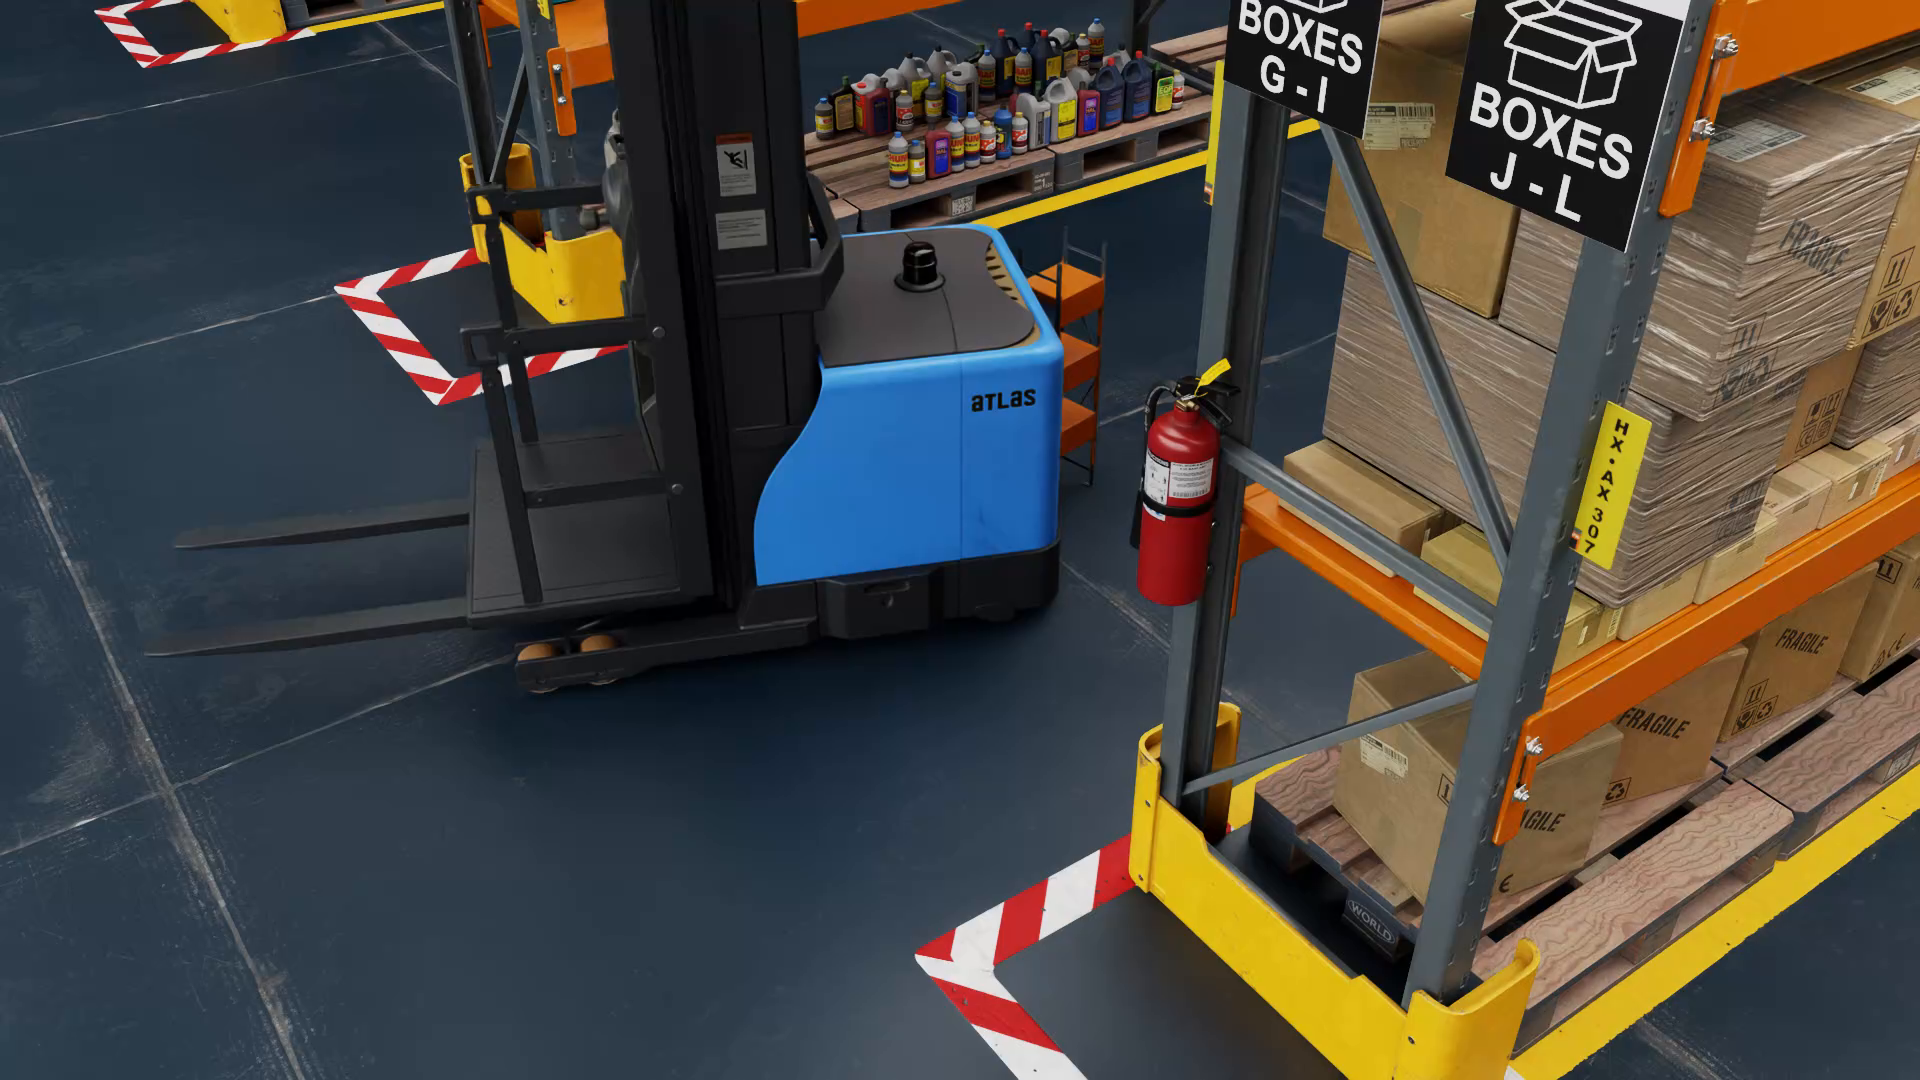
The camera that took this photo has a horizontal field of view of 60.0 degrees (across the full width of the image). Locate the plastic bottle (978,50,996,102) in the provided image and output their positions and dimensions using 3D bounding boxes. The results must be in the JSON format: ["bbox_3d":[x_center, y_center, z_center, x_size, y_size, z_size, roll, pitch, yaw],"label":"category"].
[{"bbox_3d":[0.150,-2.582,9.231,0.097,0.271,0.097,0,36,0],"label":"plastic bottle"}]

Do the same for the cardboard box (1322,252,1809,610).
[{"bbox_3d":[1.351,-0.339,3.812,0.500,0.500,0.875,-22,41,-28],"label":"cardboard box"}]

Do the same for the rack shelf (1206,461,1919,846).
[{"bbox_3d":[2.520,-0.387,4.835,4.000,0.370,1.077,-22,41,-28],"label":"rack shelf"}]

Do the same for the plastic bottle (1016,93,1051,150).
[{"bbox_3d":[0.385,-2.208,8.707,0.135,0.276,0.152,-22,41,-27],"label":"plastic bottle"}]

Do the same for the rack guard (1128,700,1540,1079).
[{"bbox_3d":[0.947,0.983,4.455,0.348,0.500,1.175,-22,41,-28],"label":"rack guard"}]

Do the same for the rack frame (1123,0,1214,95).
[{"bbox_3d":[1.301,-3.715,8.847,0.127,3.000,1.000,-22,41,-28],"label":"rack frame"}]

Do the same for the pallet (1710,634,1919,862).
[{"bbox_3d":[2.628,0.436,5.463,1.213,0.211,1.003,-22,41,-28],"label":"pallet"}]

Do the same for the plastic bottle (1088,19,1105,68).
[{"bbox_3d":[0.788,-2.888,9.657,0.097,0.271,0.097,0,36,0],"label":"plastic bottle"}]

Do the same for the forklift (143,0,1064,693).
[{"bbox_3d":[-1.223,-1.019,5.157,3.031,2.935,1.130,-7,36,-10],"label":"forklift"}]

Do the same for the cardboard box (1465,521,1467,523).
[{"bbox_3d":[1.204,-0.182,4.150,0.250,0.149,0.380,-22,41,-28],"label":"cardboard box"}]

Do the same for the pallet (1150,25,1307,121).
[{"bbox_3d":[1.921,-2.866,10.054,1.213,0.211,1.003,-22,41,-28],"label":"pallet"}]

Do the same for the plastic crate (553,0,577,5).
[{"bbox_3d":[-1.731,-2.621,7.452,0.616,0.251,0.499,-22,41,-28],"label":"plastic crate"}]

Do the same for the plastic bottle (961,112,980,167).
[{"bbox_3d":[0.055,-2.051,8.493,0.097,0.271,0.097,0,36,0],"label":"plastic bottle"}]

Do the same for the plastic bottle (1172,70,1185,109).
[{"bbox_3d":[1.184,-2.487,9.159,0.097,0.201,0.097,0,36,0],"label":"plastic bottle"}]

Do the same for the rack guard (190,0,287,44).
[{"bbox_3d":[-4.838,-3.712,10.984,0.348,0.500,1.175,-22,41,-28],"label":"rack guard"}]

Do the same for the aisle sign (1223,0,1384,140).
[{"bbox_3d":[0.662,-1.184,3.101,0.004,0.787,0.394,-22,41,-28],"label":"aisle sign"}]

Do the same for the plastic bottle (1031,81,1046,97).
[{"bbox_3d":[0.440,-2.304,8.834,0.133,0.283,0.061,-22,41,-28],"label":"plastic bottle"}]

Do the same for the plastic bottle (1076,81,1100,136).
[{"bbox_3d":[0.675,-2.298,8.826,0.133,0.283,0.061,-20,40,-25],"label":"plastic bottle"}]

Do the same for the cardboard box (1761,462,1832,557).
[{"bbox_3d":[1.876,-0.132,4.080,0.250,0.149,0.380,-22,41,-28],"label":"cardboard box"}]

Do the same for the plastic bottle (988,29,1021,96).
[{"bbox_3d":[0.248,-2.682,9.302,0.185,0.351,0.144,-24,42,-30],"label":"plastic bottle"}]

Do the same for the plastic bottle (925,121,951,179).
[{"bbox_3d":[-0.111,-1.974,8.376,0.133,0.283,0.061,-22,41,-27],"label":"plastic bottle"}]

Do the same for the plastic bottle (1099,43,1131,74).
[{"bbox_3d":[0.858,-2.533,9.095,0.185,0.351,0.144,-22,41,-28],"label":"plastic bottle"}]

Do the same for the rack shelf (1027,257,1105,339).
[{"bbox_3d":[0.366,-0.843,6.055,0.215,0.259,0.240,29,45,34],"label":"rack shelf"}]

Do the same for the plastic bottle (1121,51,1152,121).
[{"bbox_3d":[0.941,-2.464,9.000,0.185,0.351,0.144,-24,42,-29],"label":"plastic bottle"}]

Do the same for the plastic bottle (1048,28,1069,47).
[{"bbox_3d":[0.540,-2.769,9.486,0.135,0.276,0.152,-21,41,-26],"label":"plastic bottle"}]

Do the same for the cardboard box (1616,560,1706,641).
[{"bbox_3d":[1.471,0.039,3.842,0.250,0.149,0.380,-22,41,-28],"label":"cardboard box"}]

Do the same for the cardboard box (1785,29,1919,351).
[{"bbox_3d":[1.904,-0.793,3.587,0.500,0.500,0.500,-22,41,-28],"label":"cardboard box"}]

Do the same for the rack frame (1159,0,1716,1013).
[{"bbox_3d":[0.885,-0.006,3.690,0.127,3.000,1.000,-22,41,-28],"label":"rack frame"}]

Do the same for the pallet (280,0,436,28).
[{"bbox_3d":[-4.218,-3.881,11.465,1.213,0.211,1.003,-22,41,-28],"label":"pallet"}]

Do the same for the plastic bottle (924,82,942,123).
[{"bbox_3d":[-0.146,-2.373,9.000,0.097,0.201,0.097,0,36,0],"label":"plastic bottle"}]

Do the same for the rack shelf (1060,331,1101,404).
[{"bbox_3d":[0.366,-0.612,6.221,0.215,0.259,0.240,29,45,34],"label":"rack shelf"}]

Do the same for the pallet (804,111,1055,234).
[{"bbox_3d":[-0.270,-1.965,8.801,1.213,0.211,1.003,-22,41,-28],"label":"pallet"}]

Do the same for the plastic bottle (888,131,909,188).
[{"bbox_3d":[-0.307,-1.902,8.286,0.097,0.271,0.097,0,36,0],"label":"plastic bottle"}]

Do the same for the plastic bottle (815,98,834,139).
[{"bbox_3d":[-0.719,-2.240,8.815,0.097,0.201,0.097,0,36,0],"label":"plastic bottle"}]

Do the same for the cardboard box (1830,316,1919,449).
[{"bbox_3d":[2.124,-0.712,4.331,0.500,0.500,0.875,-22,41,-28],"label":"cardboard box"}]

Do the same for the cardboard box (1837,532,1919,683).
[{"bbox_3d":[2.879,0.051,5.392,0.500,0.500,0.500,-26,43,-32],"label":"cardboard box"}]

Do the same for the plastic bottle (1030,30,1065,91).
[{"bbox_3d":[0.486,-2.676,9.294,0.185,0.351,0.144,-22,41,-28],"label":"plastic bottle"}]

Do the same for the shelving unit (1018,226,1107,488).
[{"bbox_3d":[0.366,-0.621,6.214,0.215,1.050,0.252,29,45,34],"label":"shelving unit"}]

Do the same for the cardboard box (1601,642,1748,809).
[{"bbox_3d":[1.874,0.419,4.880,0.500,0.500,0.500,-12,37,-16],"label":"cardboard box"}]

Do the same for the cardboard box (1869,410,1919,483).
[{"bbox_3d":[2.273,-0.310,4.327,0.250,0.149,0.380,-22,41,-28],"label":"cardboard box"}]

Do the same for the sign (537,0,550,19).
[{"bbox_3d":[-1.655,-2.218,6.528,0.005,0.325,0.100,-22,41,-28],"label":"sign"}]

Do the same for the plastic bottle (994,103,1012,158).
[{"bbox_3d":[0.221,-2.119,8.587,0.097,0.271,0.097,0,36,0],"label":"plastic bottle"}]

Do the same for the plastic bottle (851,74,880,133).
[{"bbox_3d":[-0.498,-2.342,8.893,0.135,0.276,0.152,-22,41,-28],"label":"plastic bottle"}]

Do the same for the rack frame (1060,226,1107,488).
[{"bbox_3d":[0.451,-0.672,6.286,0.200,1.050,0.008,29,45,34],"label":"rack frame"}]

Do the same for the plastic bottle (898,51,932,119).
[{"bbox_3d":[-0.251,-2.476,9.016,0.185,0.351,0.144,-21,41,-26],"label":"plastic bottle"}]
